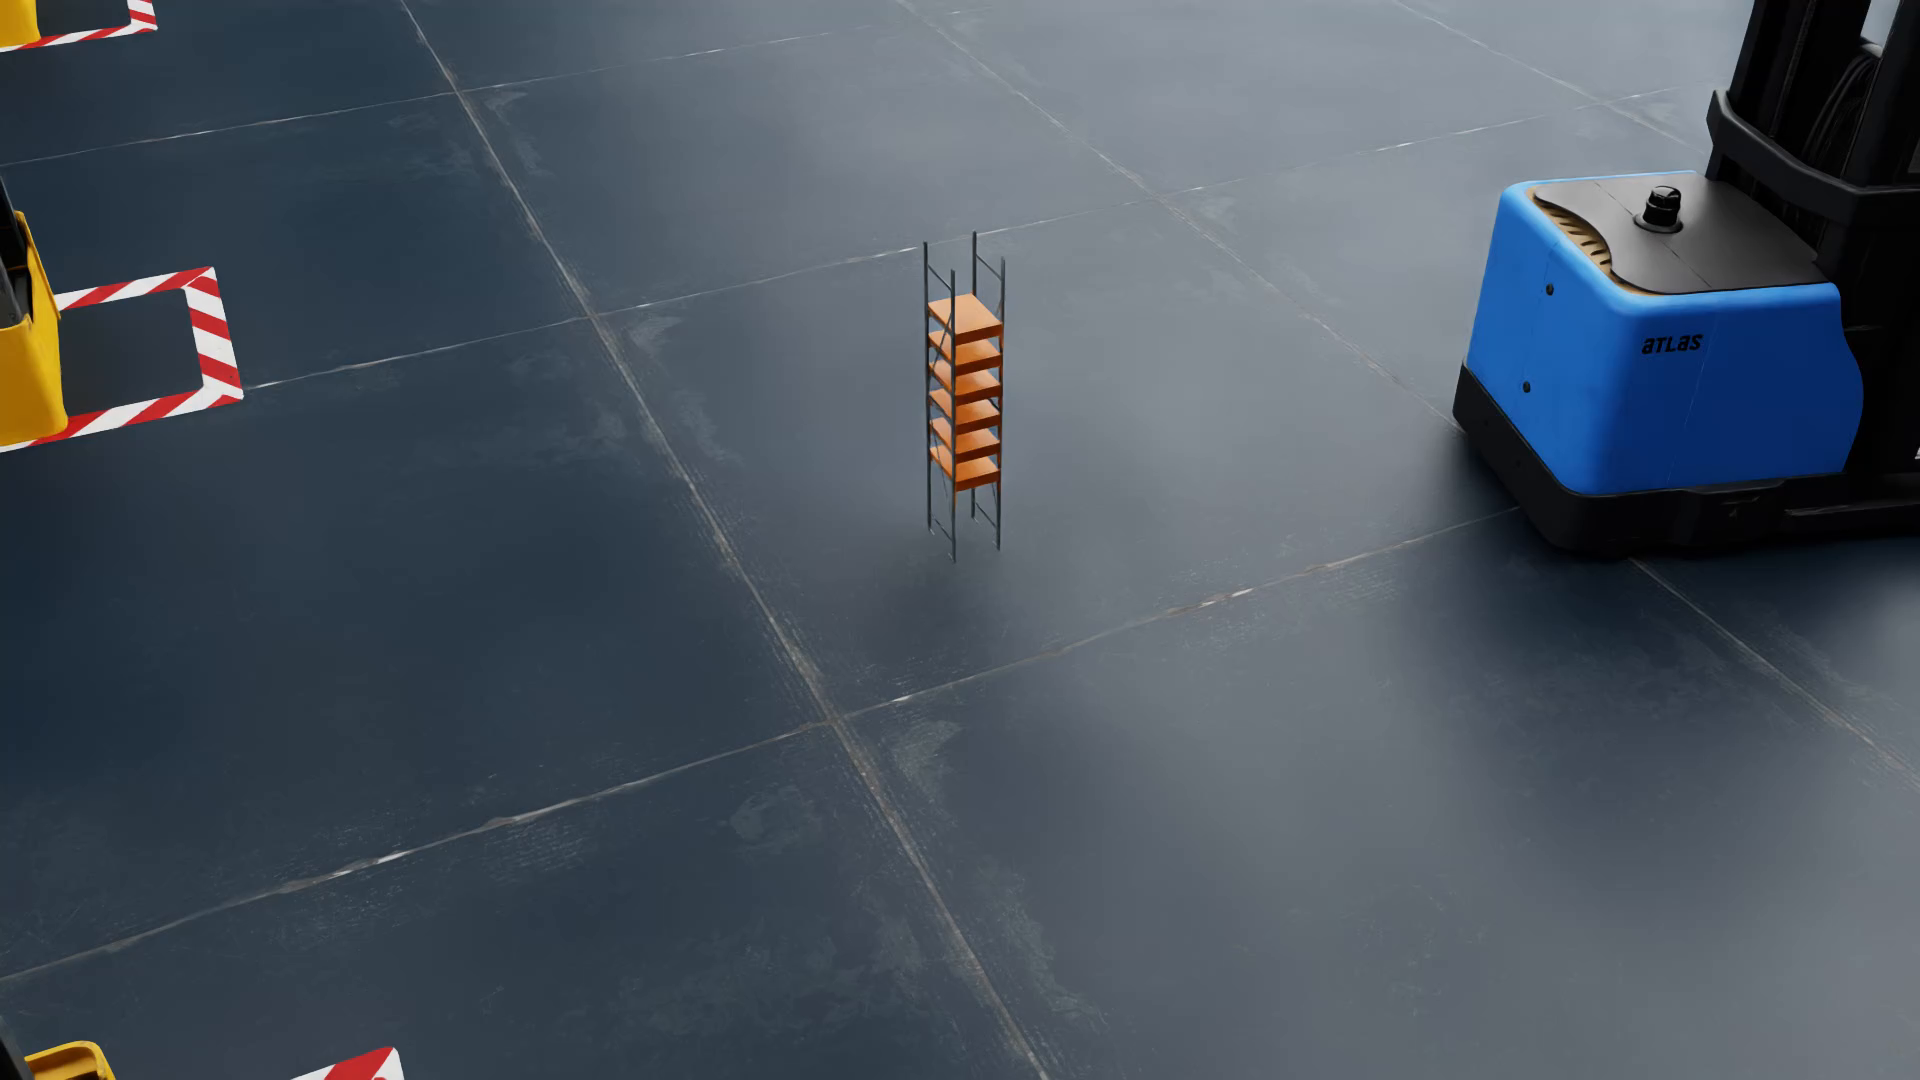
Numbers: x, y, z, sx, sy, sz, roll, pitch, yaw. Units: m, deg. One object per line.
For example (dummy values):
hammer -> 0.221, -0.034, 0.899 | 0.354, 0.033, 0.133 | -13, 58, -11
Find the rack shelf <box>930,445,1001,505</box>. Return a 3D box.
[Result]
rack shelf -> 0.013, -0.257, 6.067 | 0.180, 0.103, 0.258 | -16, 39, -20

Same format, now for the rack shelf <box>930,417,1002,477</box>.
rack shelf -> 0.013, -0.354, 5.995 | 0.180, 0.103, 0.258 | -16, 39, -20

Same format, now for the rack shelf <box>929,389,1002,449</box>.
rack shelf -> 0.013, -0.450, 5.924 | 0.180, 0.103, 0.258 | -16, 39, -20

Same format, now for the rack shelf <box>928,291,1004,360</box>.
rack shelf -> 0.013, -0.739, 5.710 | 0.180, 0.103, 0.258 | -16, 39, -20

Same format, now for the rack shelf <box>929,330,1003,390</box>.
rack shelf -> 0.013, -0.643, 5.781 | 0.180, 0.103, 0.258 | -16, 39, -20

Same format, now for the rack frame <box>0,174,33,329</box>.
rack frame -> -4.027, -1.965, 6.381 | 0.127, 3.000, 1.000 | -16, 39, -20

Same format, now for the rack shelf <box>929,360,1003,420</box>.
rack shelf -> 0.013, -0.546, 5.852 | 0.180, 0.103, 0.258 | -16, 39, -20

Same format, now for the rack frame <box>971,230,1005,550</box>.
rack frame -> 0.096, -0.509, 5.929 | 0.006, 1.200, 0.240 | -16, 39, -20

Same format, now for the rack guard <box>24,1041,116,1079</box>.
rack guard -> -1.904, 1.706, 3.531 | 0.348, 0.500, 1.175 | -16, 39, -20

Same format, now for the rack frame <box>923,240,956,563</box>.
rack frame -> -0.070, -0.462, 5.866 | 0.006, 1.200, 0.240 | -16, 39, -20

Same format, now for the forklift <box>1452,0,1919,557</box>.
forklift -> 3.584, -1.521, 5.840 | 3.031, 2.935, 1.130 | -5, 37, -7

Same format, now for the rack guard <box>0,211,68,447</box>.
rack guard -> -4.076, -0.916, 7.065 | 0.348, 0.500, 1.175 | -16, 39, -20

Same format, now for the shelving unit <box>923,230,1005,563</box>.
shelving unit -> 0.013, -0.486, 5.898 | 0.189, 1.200, 0.258 | -16, 39, -20

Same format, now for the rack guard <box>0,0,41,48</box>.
rack guard -> -6.200, -3.612, 10.701 | 0.348, 0.500, 1.175 | -16, 39, -20
